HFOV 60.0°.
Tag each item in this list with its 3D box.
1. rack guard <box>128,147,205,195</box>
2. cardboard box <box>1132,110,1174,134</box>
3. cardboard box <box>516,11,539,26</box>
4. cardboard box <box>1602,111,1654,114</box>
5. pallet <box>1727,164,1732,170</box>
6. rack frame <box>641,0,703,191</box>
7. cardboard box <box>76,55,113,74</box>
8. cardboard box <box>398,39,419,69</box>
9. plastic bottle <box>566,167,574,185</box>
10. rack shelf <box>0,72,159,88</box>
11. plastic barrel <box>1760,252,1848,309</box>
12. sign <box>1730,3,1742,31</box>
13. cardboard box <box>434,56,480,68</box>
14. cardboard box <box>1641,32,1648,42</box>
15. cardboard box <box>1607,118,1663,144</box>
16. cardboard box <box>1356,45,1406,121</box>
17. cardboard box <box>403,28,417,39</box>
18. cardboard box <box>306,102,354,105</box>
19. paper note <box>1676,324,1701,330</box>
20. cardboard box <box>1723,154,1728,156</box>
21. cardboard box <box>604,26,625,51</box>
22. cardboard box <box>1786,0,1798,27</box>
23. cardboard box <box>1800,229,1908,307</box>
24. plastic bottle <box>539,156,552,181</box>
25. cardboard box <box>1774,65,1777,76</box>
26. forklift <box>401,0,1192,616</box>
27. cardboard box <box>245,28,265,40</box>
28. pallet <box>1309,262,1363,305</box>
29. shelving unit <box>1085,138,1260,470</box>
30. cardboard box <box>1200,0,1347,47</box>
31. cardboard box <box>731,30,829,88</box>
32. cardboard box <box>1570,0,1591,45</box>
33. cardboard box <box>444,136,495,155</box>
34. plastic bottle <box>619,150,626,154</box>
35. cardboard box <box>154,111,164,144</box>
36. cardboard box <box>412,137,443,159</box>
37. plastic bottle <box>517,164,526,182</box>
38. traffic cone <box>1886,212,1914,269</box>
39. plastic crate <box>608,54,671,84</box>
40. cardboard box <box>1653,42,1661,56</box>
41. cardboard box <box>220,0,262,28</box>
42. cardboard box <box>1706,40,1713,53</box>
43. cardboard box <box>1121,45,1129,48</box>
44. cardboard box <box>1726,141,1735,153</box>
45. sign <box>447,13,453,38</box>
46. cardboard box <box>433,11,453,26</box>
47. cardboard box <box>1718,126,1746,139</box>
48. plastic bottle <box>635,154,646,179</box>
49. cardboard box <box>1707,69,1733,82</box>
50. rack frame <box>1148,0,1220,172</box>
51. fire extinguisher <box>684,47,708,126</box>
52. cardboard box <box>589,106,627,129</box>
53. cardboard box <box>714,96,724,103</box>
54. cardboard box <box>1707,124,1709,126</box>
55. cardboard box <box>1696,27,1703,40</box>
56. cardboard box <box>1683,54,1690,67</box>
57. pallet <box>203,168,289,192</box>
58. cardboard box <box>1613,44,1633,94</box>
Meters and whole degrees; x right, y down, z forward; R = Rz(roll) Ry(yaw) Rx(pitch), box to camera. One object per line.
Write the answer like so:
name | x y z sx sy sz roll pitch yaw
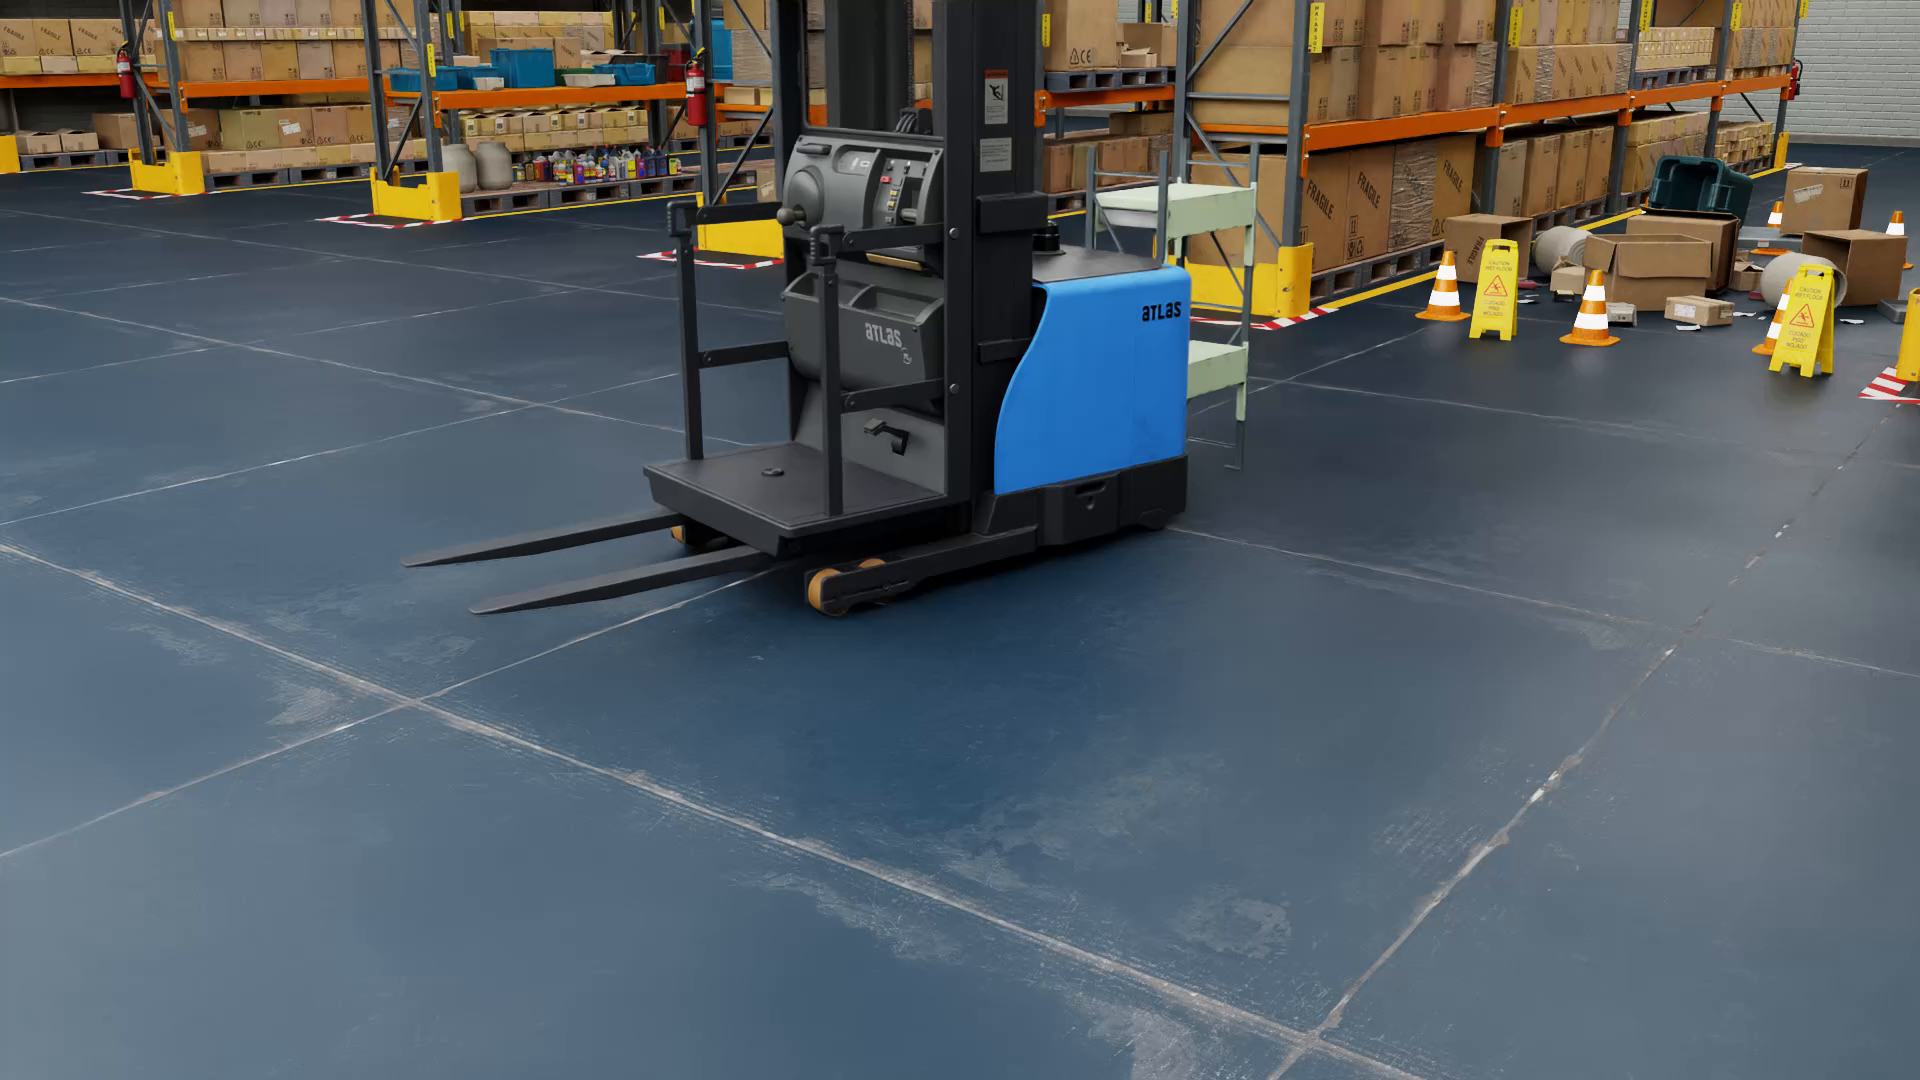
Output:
rack guard | -9.896 -4.605 20.728 1.175 0.500 0.348 12 21 35
cardboard box | 2.464 -5.168 20.535 0.500 0.250 0.500 13 22 37
cardboard box | -8.003 -9.452 30.155 0.500 0.250 0.500 13 21 35
cardboard box | 8.177 -5.119 20.411 0.500 0.250 0.500 13 22 36
pallet | 9.517 -4.845 21.989 1.003 0.211 1.213 12 21 35
rack frame | -3.522 -5.881 20.623 1.000 3.000 0.127 12 21 35
cardboard box | -12.710 -6.923 24.199 0.500 0.250 0.500 12 21 34
cardboard box | -7.758 -6.698 23.085 0.700 0.500 0.500 12 21 33
plastic bottle | -4.513 -4.203 19.197 0.097 0.201 0.097 0 17 0
rack shelf | -12.670 -6.811 24.833 1.077 0.370 4.000 12 21 35
plastic barrel | 6.046 -1.831 11.925 0.421 0.421 0.512 -4 18 -13
sign | 9.593 -6.466 20.555 0.100 0.325 0.005 12 21 35
cardboard box | -7.240 -6.810 23.869 0.500 0.250 0.500 14 22 38
cardboard box | 7.351 -5.563 18.311 0.380 0.149 0.250 12 21 33
cardboard box | 7.669 -4.665 18.950 0.500 0.250 0.500 12 21 34
cardboard box | 2.925 -3.566 12.917 0.875 0.550 0.550 12 21 35
cardboard box | -7.637 -6.953 22.814 0.380 0.149 0.250 12 21 34
cardboard box | -8.622 -5.709 22.734 0.500 0.500 0.500 12 21 35
paper note | 4.995 -1.460 11.395 0.148 0.019 0.142 5 18 16
cardboard box | 9.885 -5.011 21.921 0.380 0.149 0.250 12 21 34
cardboard box | -6.785 -9.582 31.836 0.500 0.500 0.500 12 21 34
cardboard box | 11.456 -7.477 23.408 0.500 0.500 0.500 12 21 34
cardboard box | 6.683 -2.047 12.488 0.500 0.500 0.500 -4 18 -13
plastic bottle | -4.905 -4.392 19.668 0.061 0.283 0.133 12 21 35
cardboard box | 11.246 -6.600 23.364 0.380 0.149 0.250 12 21 34
forklift | -0.534 -1.308 6.012 3.031 2.935 1.130 -13 21 -36
cardboard box | -9.018 -6.399 21.030 0.380 0.149 0.250 12 21 34
pallet | 2.409 -2.025 12.908 1.003 0.211 1.213 12 21 35
shelving unit | 0.935 -1.001 7.437 0.431 1.500 0.755 14 22 38
cardboard box | 2.247 -3.821 11.917 0.875 0.550 0.550 12 21 35
cardboard box | -1.578 -4.369 15.084 0.875 0.500 0.500 12 21 35
cardboard box | 5.882 -5.234 16.687 0.700 0.500 0.500 12 21 34
cardboard box | -7.059 -5.696 23.958 0.500 0.250 0.500 12 21 33
plastic bottle | -4.235 -4.710 20.703 0.152 0.276 0.135 13 22 37
cardboard box | -12.065 -6.393 25.747 0.500 0.500 0.500 11 20 31
cardboard box | -7.599 -5.495 23.310 0.500 0.250 0.500 12 21 35
plastic bottle | -5.163 -4.317 19.562 0.097 0.201 0.097 0 17 0
traffic cone | 8.029 -2.585 14.289 0.336 0.463 0.334 12 21 35
plastic crate | -3.936 -5.749 20.303 0.767 0.338 0.504 12 21 35
cardboard box | 7.677 -5.549 18.769 0.380 0.149 0.250 13 21 35
cardboard box | -9.253 -6.719 20.967 0.700 0.500 0.500 12 21 33
cardboard box | 9.067 -6.103 20.553 0.380 0.149 0.250 13 22 36
cardboard box | 1.655 -5.728 19.677 0.500 0.250 0.500 12 21 33
cardboard box | 10.159 -5.287 22.308 0.380 0.149 0.250 14 22 37
sign | -7.052 -7.110 22.989 0.100 0.325 0.005 12 21 35
cardboard box | -9.033 -9.295 29.650 0.500 0.250 0.500 13 22 36
cardboard box | 10.469 -5.547 22.643 0.380 0.149 0.250 13 21 35
plastic bottle | -3.853 -4.497 20.006 0.061 0.283 0.133 14 22 38
cardboard box | 9.577 -5.900 21.108 0.380 0.149 0.250 13 22 37
rack frame | 2.839 -5.958 20.872 1.000 3.000 0.127 12 21 35
fire extinguisher | -2.366 -4.070 14.922 0.296 0.674 0.183 12 21 35
cardboard box | -5.534 -6.572 25.830 0.500 0.311 0.500 12 21 34
cardboard box | -4.110 -7.607 28.390 0.500 0.250 0.500 12 21 34
cardboard box | 10.369 -5.759 23.327 0.380 0.149 0.250 13 22 37
cardboard box | 8.748 -6.120 20.104 0.380 0.149 0.250 12 21 33
cardboard box | 8.453 -5.713 19.800 0.380 0.149 0.250 11 21 32
pallet | -9.460 -4.662 21.400 1.003 0.211 1.213 12 21 35
cardboard box | 6.709 -4.951 17.459 0.500 0.500 0.500 12 21 35
